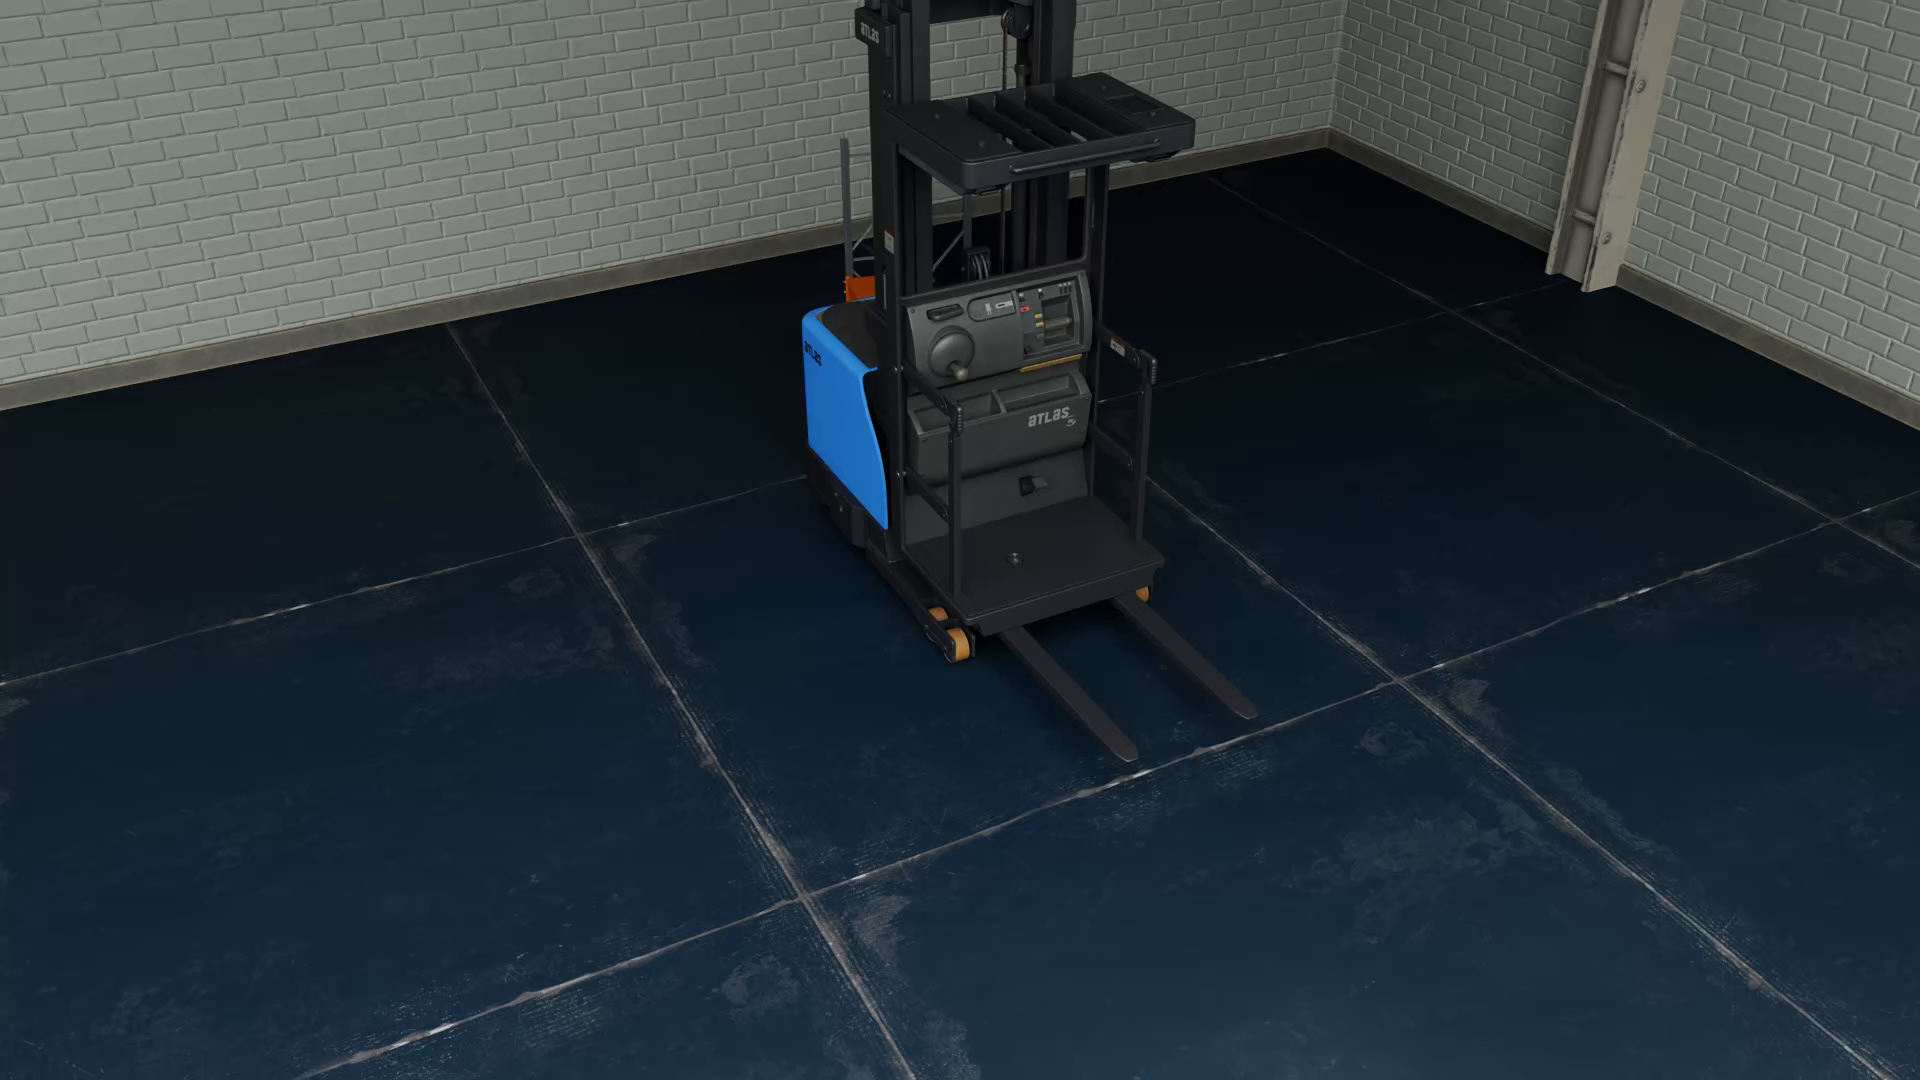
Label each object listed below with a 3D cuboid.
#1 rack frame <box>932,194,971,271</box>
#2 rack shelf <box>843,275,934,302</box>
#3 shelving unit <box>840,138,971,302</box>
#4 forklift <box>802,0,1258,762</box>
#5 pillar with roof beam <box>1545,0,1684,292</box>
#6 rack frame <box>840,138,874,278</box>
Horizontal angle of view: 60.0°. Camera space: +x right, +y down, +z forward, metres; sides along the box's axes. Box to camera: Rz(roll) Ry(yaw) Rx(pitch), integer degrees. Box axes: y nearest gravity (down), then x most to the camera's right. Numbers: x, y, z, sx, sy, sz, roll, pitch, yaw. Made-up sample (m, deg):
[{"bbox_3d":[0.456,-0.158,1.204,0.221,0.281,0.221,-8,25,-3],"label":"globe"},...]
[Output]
[{"bbox_3d":[-0.184,-1.178,9.198,0.500,1.500,0.032,-8,34,-13],"label":"rack frame"},{"bbox_3d":[-0.315,-1.291,9.708,0.538,0.185,1.000,-8,34,-13],"label":"rack shelf"},{"bbox_3d":[-0.313,-1.438,9.604,0.587,1.500,1.083,-8,34,-13],"label":"shelving unit"},{"bbox_3d":[0.291,-0.933,7.489,1.130,2.935,3.031,-16,36,-23],"label":"forklift"},{"bbox_3d":[0.526,-4.535,7.486,9.100,9.000,0.400,-16,36,-23],"label":"pillar with roof beam"},{"bbox_3d":[-0.446,-1.708,10.025,0.500,1.500,0.032,-8,34,-13],"label":"rack frame"}]
